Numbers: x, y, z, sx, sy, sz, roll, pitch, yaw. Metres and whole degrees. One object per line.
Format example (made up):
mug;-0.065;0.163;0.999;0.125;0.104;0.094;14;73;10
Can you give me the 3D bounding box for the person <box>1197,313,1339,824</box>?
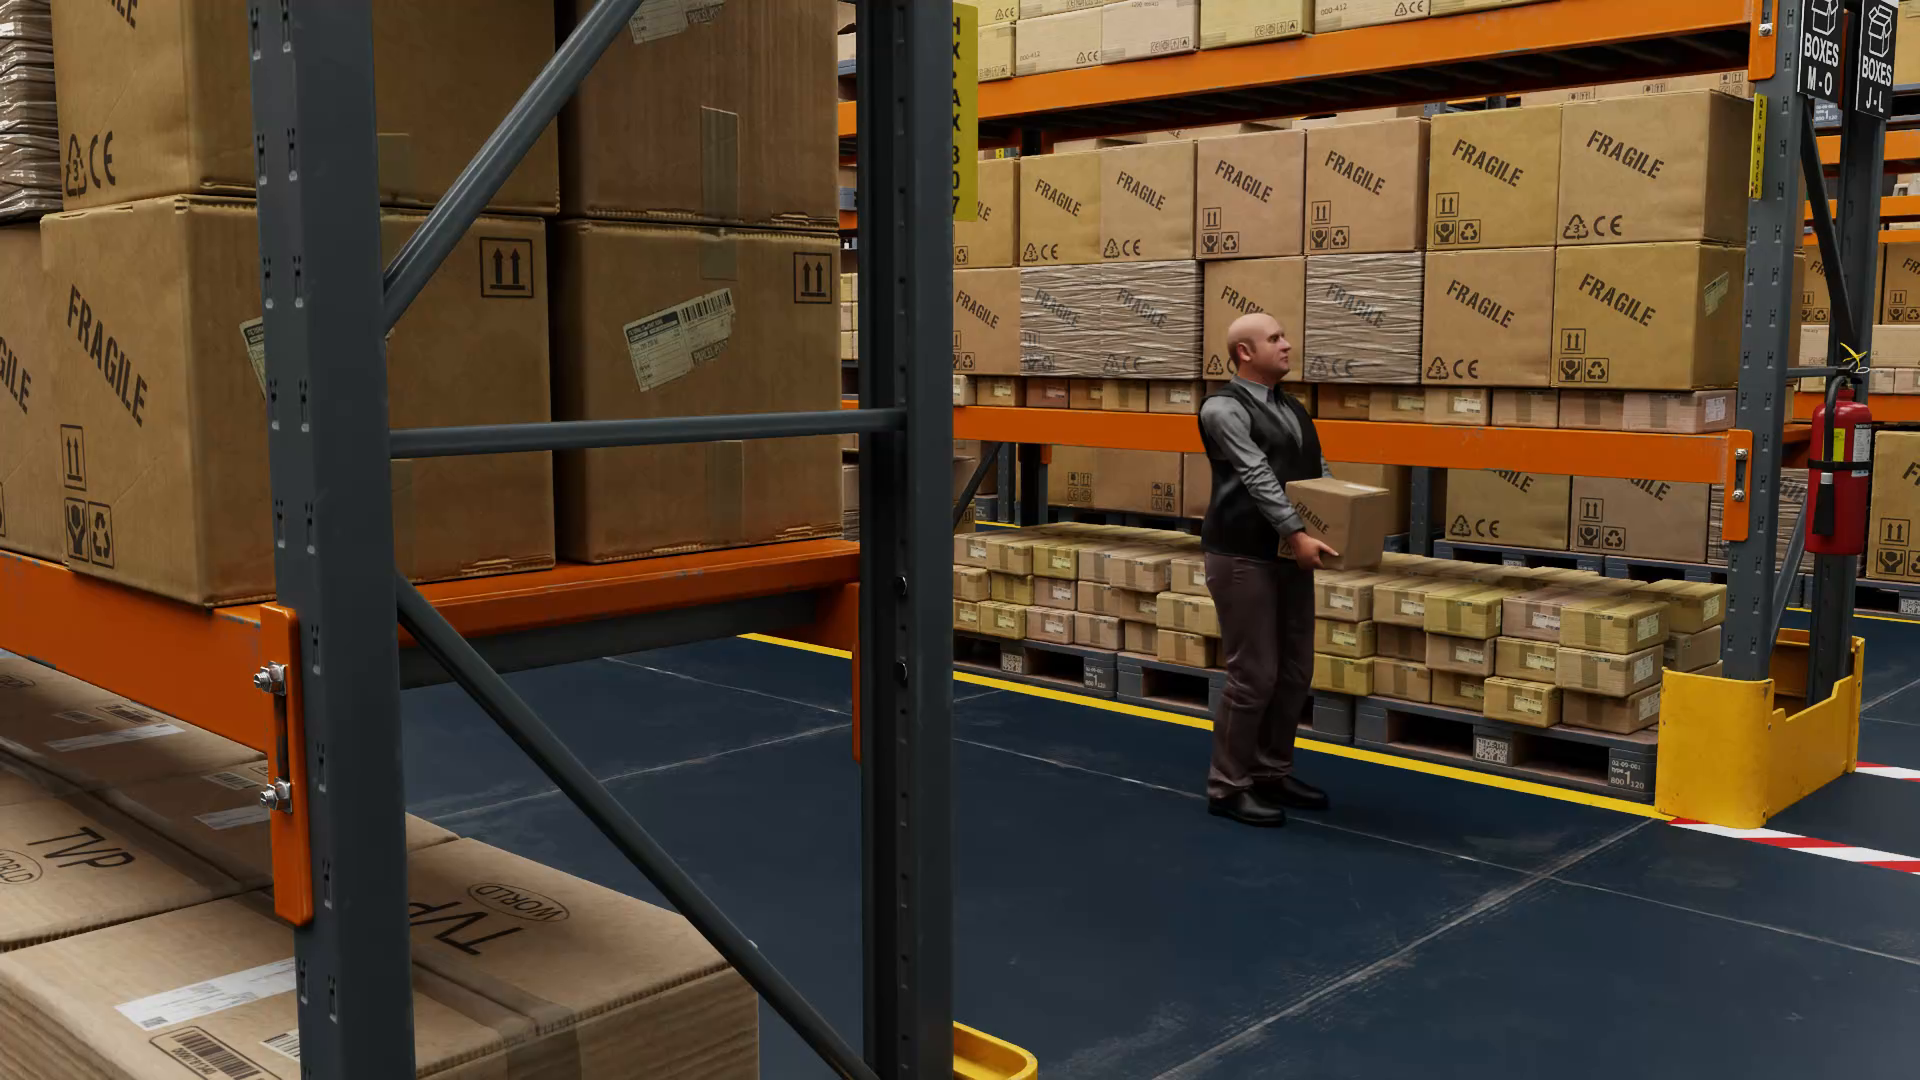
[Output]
person;1.111;0.128;5.655;0.560;1.637;0.494;6;9;43
